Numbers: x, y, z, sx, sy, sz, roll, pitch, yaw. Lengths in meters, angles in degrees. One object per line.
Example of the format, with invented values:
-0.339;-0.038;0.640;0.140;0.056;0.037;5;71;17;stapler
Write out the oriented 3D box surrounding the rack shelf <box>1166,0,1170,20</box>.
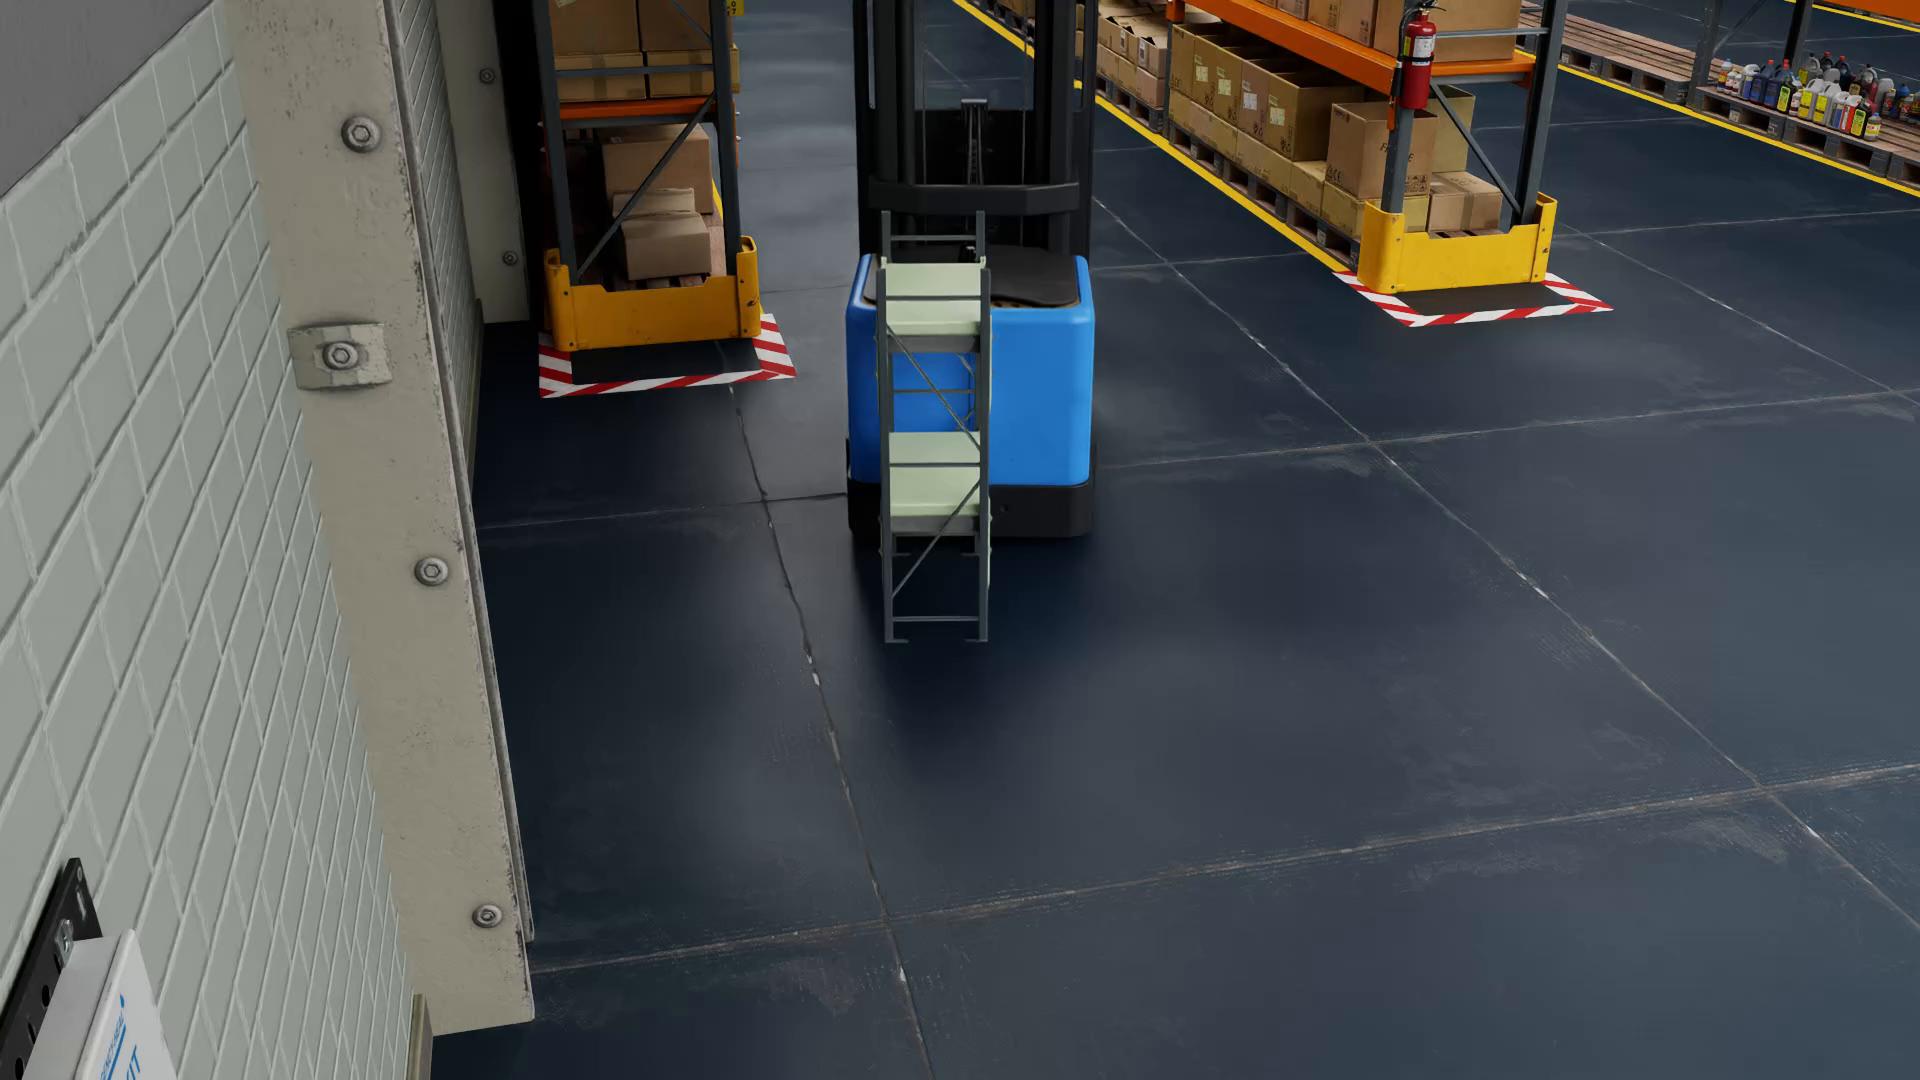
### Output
1.746;-5.311;15.242;1.077;0.370;4.000;-6;27;-12;rack shelf

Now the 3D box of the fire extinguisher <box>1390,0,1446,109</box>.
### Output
2.672;-2.865;9.682;0.296;0.674;0.183;-6;27;-12;fire extinguisher

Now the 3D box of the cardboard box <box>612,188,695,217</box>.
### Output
-1.924;-2.053;10.484;0.500;0.311;0.500;-4;27;-7;cardboard box

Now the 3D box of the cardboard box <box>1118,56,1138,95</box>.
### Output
1.708;-4.089;14.608;0.500;0.250;0.500;-6;27;-12;cardboard box

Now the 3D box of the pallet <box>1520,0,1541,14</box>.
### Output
5.903;-6.109;19.118;1.003;0.211;1.213;-6;27;-12;pallet

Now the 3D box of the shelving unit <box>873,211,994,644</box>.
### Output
-0.099;-0.438;6.454;0.431;1.500;0.755;0;27;-1;shelving unit

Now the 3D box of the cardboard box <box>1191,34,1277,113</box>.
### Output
2.116;-3.595;12.797;0.500;0.500;0.500;-6;27;-12;cardboard box

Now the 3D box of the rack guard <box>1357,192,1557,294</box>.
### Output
3.103;-1.872;10.404;1.175;0.500;0.348;-6;27;-12;rack guard

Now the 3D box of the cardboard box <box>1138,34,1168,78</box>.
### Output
1.826;-4.113;14.033;0.500;0.311;0.500;-6;27;-12;cardboard box

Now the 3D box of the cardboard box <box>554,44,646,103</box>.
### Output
-2.022;-2.621;9.258;0.500;0.250;0.500;-6;27;-11;cardboard box

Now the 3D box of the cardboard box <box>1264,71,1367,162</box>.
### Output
2.447;-2.936;11.491;0.500;0.500;0.500;-6;27;-12;cardboard box

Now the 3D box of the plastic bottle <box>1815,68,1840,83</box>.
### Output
7.354;-3.872;14.128;0.152;0.276;0.135;-6;27;-12;plastic bottle

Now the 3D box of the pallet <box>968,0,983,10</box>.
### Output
0.614;-6.668;20.227;1.003;0.211;1.213;-6;27;-12;pallet

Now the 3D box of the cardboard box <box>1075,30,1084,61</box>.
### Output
1.364;-4.762;15.942;0.500;0.250;0.500;-7;28;-13;cardboard box

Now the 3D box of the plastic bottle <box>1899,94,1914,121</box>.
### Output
7.697;-3.512;13.497;0.097;0.201;0.097;0;27;0;plastic bottle

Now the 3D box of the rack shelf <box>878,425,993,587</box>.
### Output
-0.099;-0.147;6.601;0.431;0.370;0.720;0;27;-1;rack shelf

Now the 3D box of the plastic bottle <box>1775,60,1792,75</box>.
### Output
6.941;-3.888;14.075;0.144;0.351;0.185;-6;27;-12;plastic bottle

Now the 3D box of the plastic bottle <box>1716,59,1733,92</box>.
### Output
6.668;-4.050;14.484;0.097;0.271;0.097;0;27;0;plastic bottle

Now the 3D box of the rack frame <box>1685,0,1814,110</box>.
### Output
7.023;-5.256;14.334;1.000;3.000;0.127;-6;27;-12;rack frame

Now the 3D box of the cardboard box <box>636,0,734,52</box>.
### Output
-1.542;-3.010;9.197;0.500;0.500;0.500;-6;27;-12;cardboard box

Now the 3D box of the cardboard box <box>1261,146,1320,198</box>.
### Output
2.450;-2.601;11.660;0.500;0.250;0.500;-6;27;-12;cardboard box

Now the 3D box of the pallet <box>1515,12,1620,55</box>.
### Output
6.258;-5.423;17.759;1.003;0.211;1.213;-6;27;-12;pallet

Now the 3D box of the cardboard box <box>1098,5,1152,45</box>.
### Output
1.483;-4.781;15.357;0.500;0.311;0.500;-6;27;-12;cardboard box

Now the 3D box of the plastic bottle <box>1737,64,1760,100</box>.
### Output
6.767;-3.913;14.207;0.152;0.276;0.135;-5;27;-10;plastic bottle

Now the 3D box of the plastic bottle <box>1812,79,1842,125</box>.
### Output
6.981;-3.522;13.350;0.144;0.351;0.185;-5;27;-9;plastic bottle

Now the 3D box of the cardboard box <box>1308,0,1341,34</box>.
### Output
2.776;-3.698;11.136;0.700;0.500;0.500;-6;27;-11;cardboard box

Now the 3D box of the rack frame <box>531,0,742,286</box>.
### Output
-1.728;-2.494;8.861;1.000;3.000;0.127;-6;27;-12;rack frame

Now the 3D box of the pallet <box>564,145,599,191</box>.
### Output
-2.443;-2.713;12.392;1.003;0.211;1.213;-6;27;-12;pallet

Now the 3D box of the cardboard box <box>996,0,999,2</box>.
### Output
0.615;-6.434;18.955;0.500;0.500;0.500;-7;28;-14;cardboard box

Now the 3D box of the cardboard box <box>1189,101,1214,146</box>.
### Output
2.113;-3.260;12.965;0.500;0.250;0.500;-6;27;-12;cardboard box

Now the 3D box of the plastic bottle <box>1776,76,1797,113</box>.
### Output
6.840;-3.683;13.745;0.061;0.283;0.133;-5;27;-9;plastic bottle

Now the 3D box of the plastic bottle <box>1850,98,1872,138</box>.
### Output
7.039;-3.295;12.975;0.061;0.283;0.133;-5;27;-10;plastic bottle

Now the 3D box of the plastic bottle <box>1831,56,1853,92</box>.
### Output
7.492;-3.932;14.162;0.144;0.351;0.185;-7;28;-14;plastic bottle

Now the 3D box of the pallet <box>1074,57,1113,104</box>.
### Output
1.714;-4.366;15.665;1.003;0.211;1.213;-6;27;-12;pallet

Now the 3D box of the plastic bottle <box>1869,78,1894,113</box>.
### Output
7.598;-3.685;13.756;0.152;0.276;0.135;-5;27;-11;plastic bottle

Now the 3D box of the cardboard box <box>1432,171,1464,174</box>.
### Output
3.077;-2.435;11.332;0.500;0.250;0.500;-6;27;-12;cardboard box

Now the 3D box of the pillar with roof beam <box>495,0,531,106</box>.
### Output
0.114;-8.462;14.029;9.100;9.000;0.400;-6;27;-12;pillar with roof beam

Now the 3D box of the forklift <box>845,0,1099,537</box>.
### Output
0.075;-1.941;7.843;1.130;2.935;3.031;1;27;1;forklift

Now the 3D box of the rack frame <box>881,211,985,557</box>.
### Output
-0.105;-0.603;6.780;0.400;1.500;0.023;0;27;-1;rack frame

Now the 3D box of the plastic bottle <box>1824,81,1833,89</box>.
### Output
7.078;-3.596;13.580;0.152;0.276;0.135;-6;27;-12;plastic bottle

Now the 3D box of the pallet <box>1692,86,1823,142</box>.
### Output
7.134;-3.712;14.369;1.003;0.211;1.213;-6;27;-12;pallet

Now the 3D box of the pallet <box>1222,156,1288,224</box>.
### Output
2.613;-2.619;12.205;1.003;0.211;1.213;-6;27;-12;pallet

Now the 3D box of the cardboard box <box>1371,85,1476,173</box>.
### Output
3.079;-2.770;11.163;0.500;0.500;0.500;-6;27;-12;cardboard box

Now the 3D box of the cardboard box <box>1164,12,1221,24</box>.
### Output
2.120;-4.619;15.035;0.500;0.311;0.500;-7;28;-13;cardboard box
